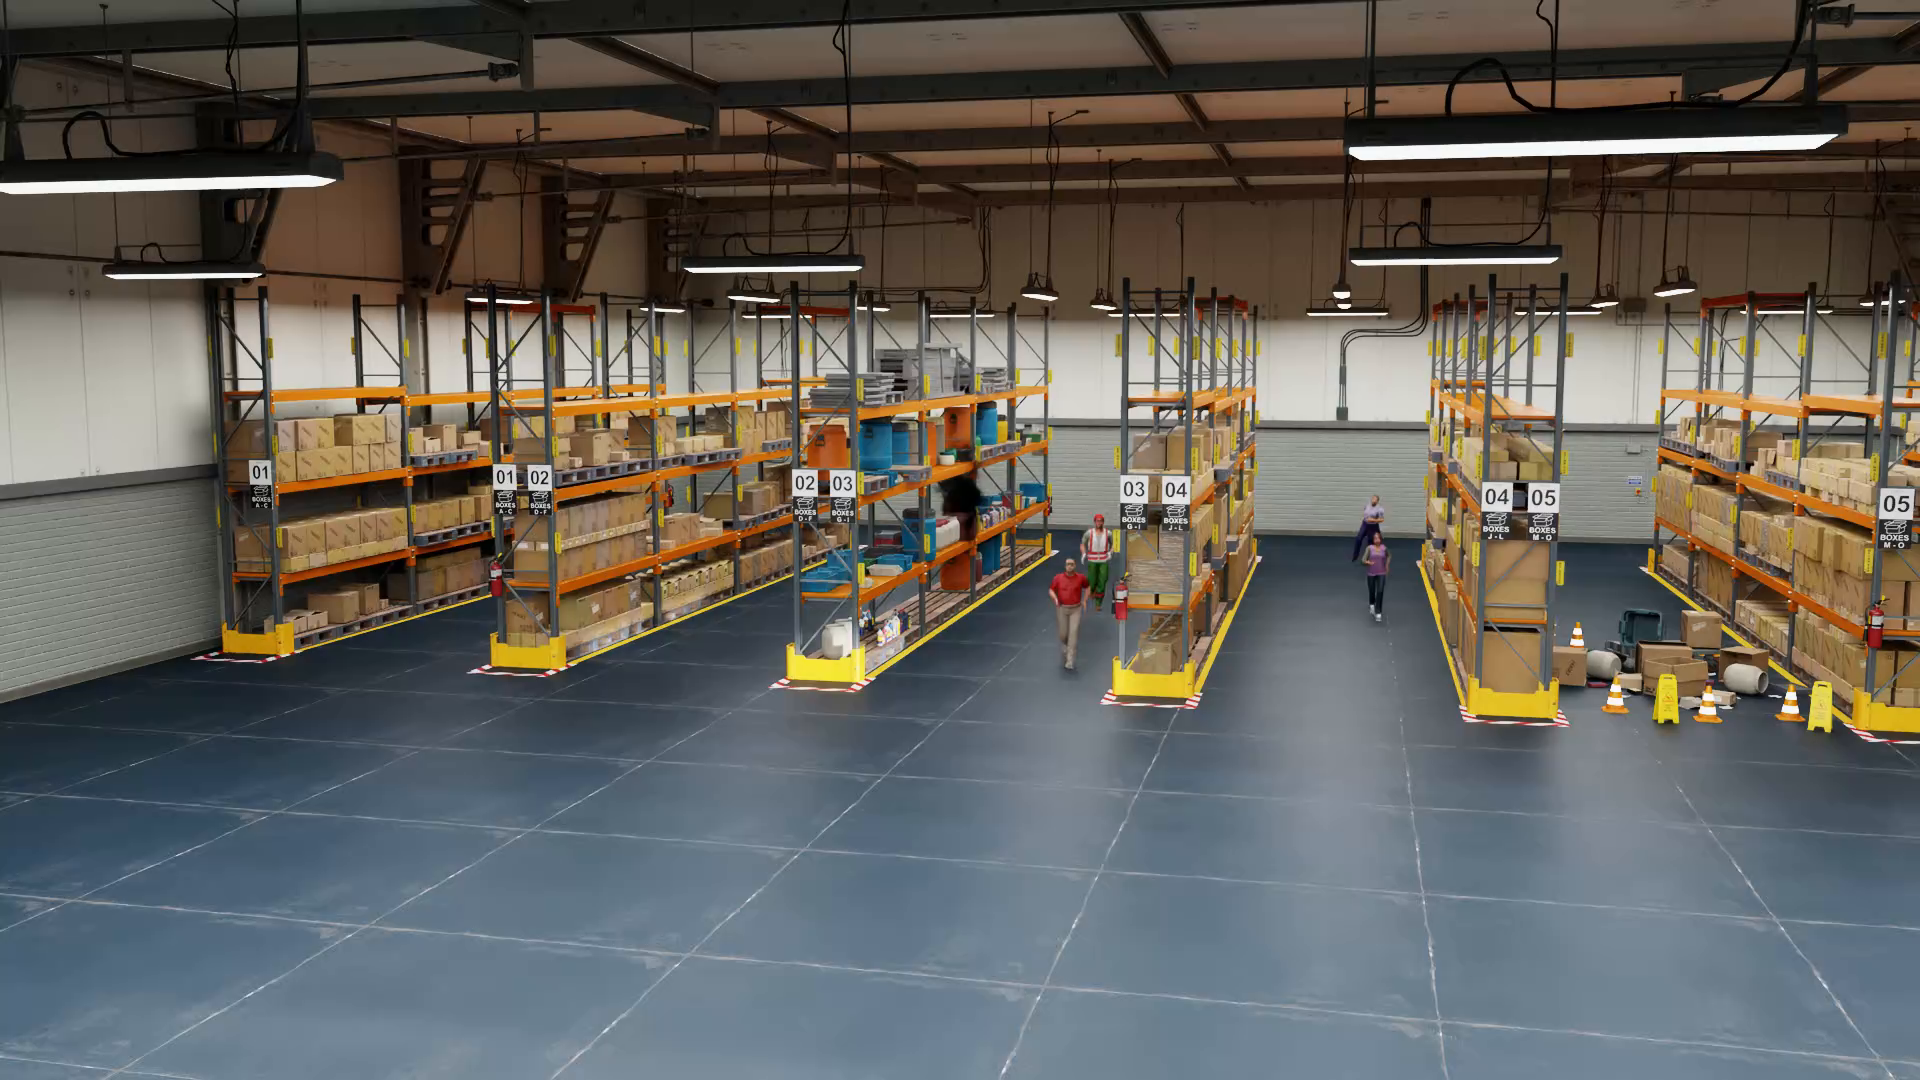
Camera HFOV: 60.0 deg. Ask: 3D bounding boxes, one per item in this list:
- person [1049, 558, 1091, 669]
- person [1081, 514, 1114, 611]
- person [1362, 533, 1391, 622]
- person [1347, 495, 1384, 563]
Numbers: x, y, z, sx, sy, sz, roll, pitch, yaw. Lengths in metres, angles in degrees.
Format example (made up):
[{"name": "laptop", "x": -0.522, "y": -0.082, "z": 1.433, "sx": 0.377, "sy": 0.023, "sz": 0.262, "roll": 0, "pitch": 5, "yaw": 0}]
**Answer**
[{"name": "person", "x": 1.737, "y": 1.168, "z": 26.362, "sx": 0.663, "sy": 1.638, "sz": 0.945, "roll": 1, "pitch": 7, "yaw": 7}, {"name": "person", "x": 2.512, "y": 0.394, "z": 30.113, "sx": 0.657, "sy": 1.754, "sz": 0.605, "roll": 0, "pitch": 7, "yaw": 3}, {"name": "person", "x": 7.708, "y": 0.656, "z": 30.791, "sx": 0.537, "sy": 1.596, "sz": 0.877, "roll": 1, "pitch": 7, "yaw": 11}, {"name": "person", "x": 9.587, "y": -0.251, "z": 38.935, "sx": 0.785, "sy": 1.620, "sz": 0.714, "roll": 5, "pitch": 8, "yaw": 39}]
